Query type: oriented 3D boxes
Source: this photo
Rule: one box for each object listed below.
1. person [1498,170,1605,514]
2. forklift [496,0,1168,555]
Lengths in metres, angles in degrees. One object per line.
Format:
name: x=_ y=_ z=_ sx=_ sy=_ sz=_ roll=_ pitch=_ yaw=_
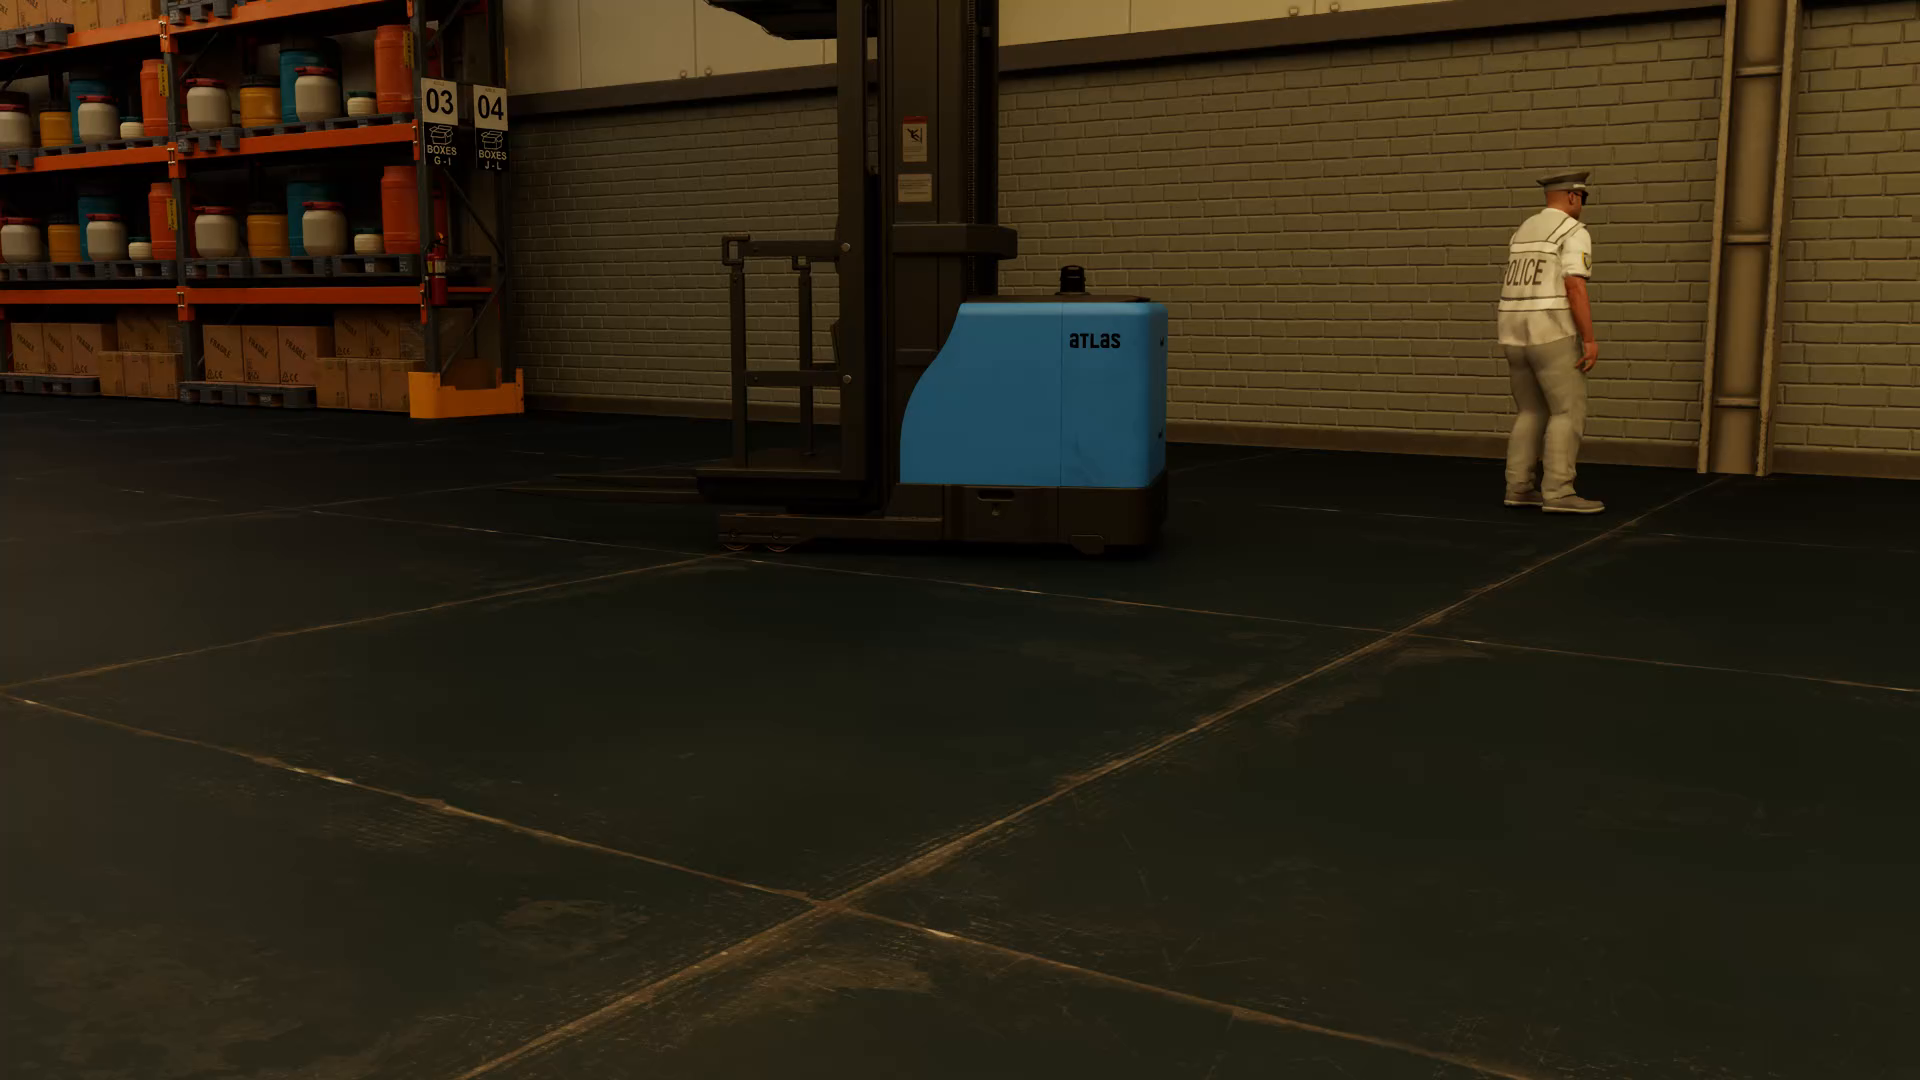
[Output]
person: x=3.039 y=-1.029 z=8.622 sx=0.433 sy=1.748 sz=0.595 roll=-3 pitch=9 yaw=-20
forklift: x=-0.596 y=-1.469 z=7.520 sx=3.031 sy=2.935 sz=1.130 roll=2 pitch=8 yaw=12
